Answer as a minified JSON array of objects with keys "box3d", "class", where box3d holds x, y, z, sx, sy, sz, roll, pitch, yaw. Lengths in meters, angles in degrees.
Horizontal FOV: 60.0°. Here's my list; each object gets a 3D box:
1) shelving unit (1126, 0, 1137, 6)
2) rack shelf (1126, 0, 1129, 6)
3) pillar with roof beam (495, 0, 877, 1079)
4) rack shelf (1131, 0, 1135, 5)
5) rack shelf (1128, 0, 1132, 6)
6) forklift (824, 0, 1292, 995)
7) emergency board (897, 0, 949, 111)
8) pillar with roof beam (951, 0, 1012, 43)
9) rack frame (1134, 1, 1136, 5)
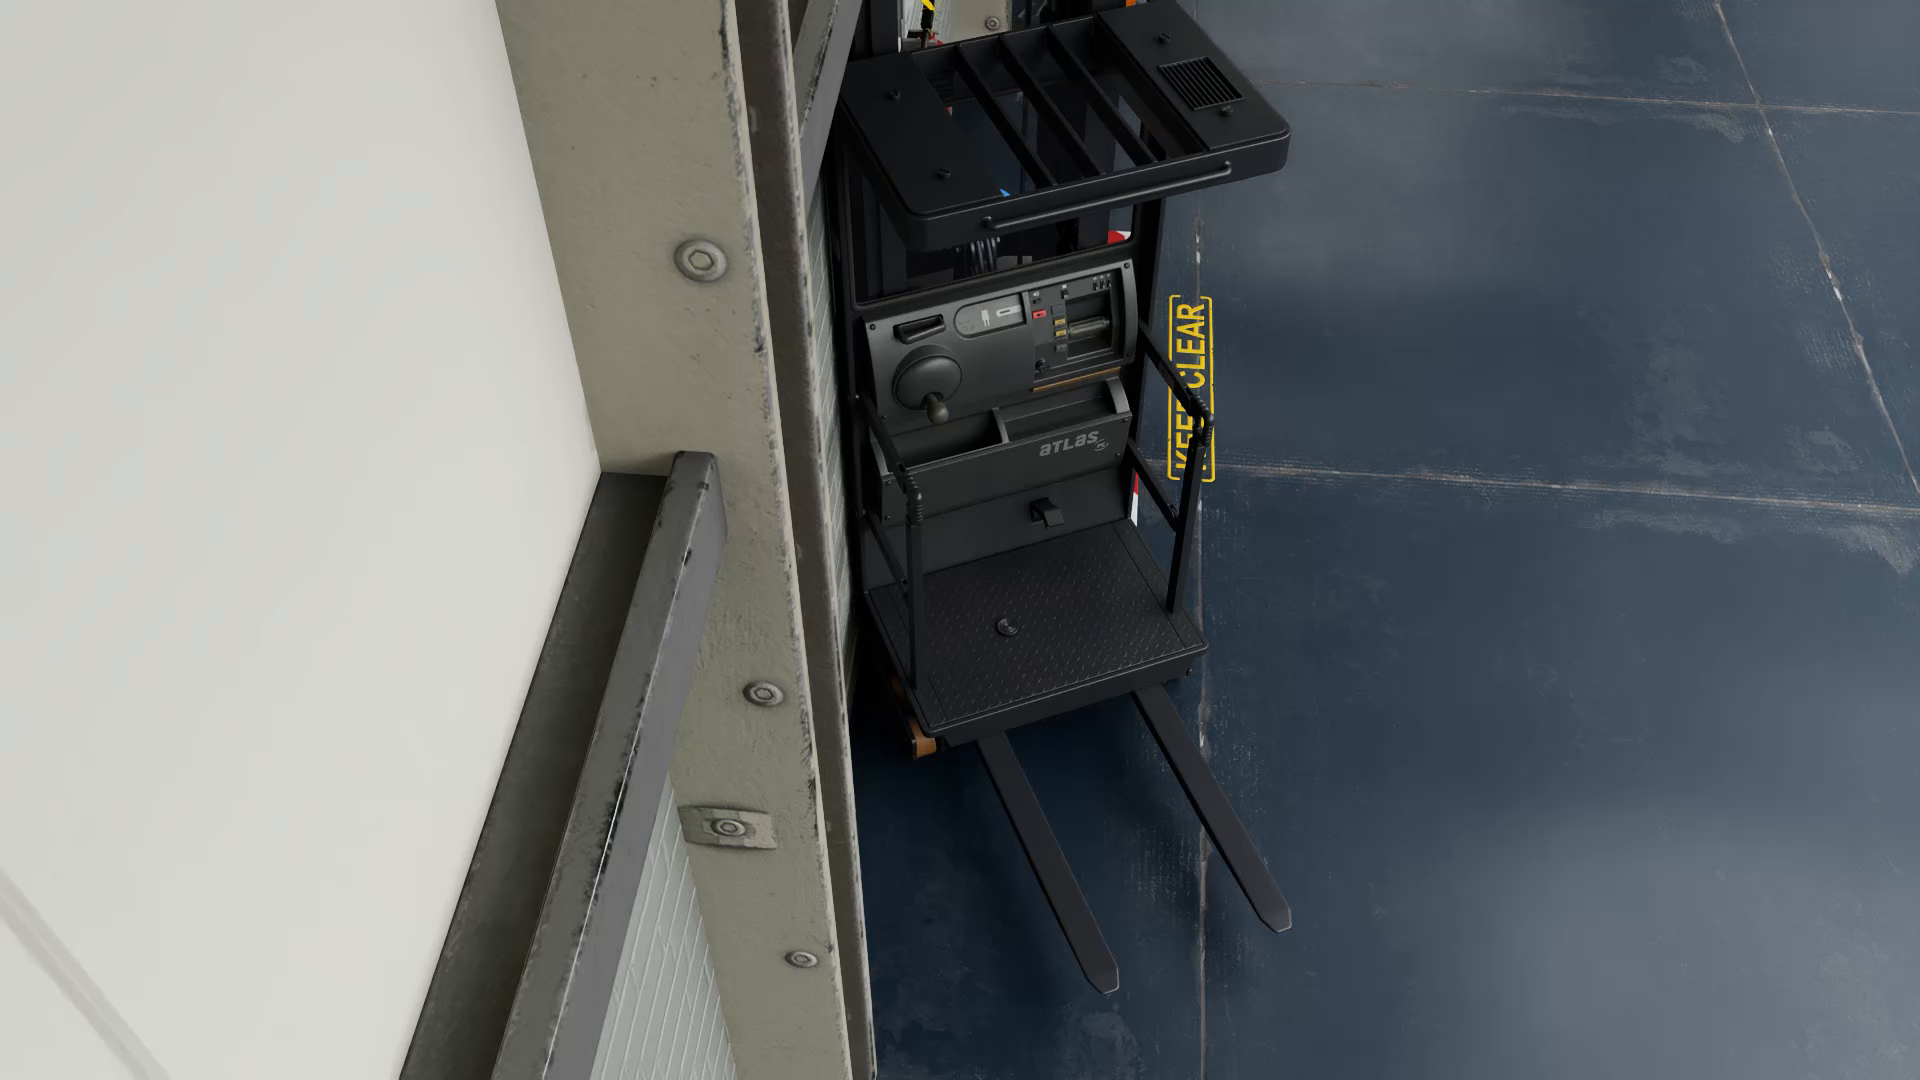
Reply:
[{"box3d":[0.836,-3.055,9.216,0.258,0.503,1.200,8,47,7],"class":"shelving unit"},{"box3d":[0.786,-2.865,9.036,0.258,0.480,0.148,8,47,7],"class":"rack shelf"},{"box3d":[3.854,-0.948,1.545,9.100,9.000,0.400,4,48,4],"class":"pillar with roof beam"},{"box3d":[0.865,-3.166,9.321,0.258,0.480,0.148,8,47,7],"class":"rack shelf"},{"box3d":[0.823,-3.007,9.170,0.258,0.480,0.148,8,47,7],"class":"rack shelf"},{"box3d":[0.222,-0.554,5.297,1.130,2.935,3.031,-16,49,-14],"class":"forklift"},{"box3d":[-0.150,-1.808,6.397,0.194,1.169,0.643,4,48,4],"class":"emergency board"},{"box3d":[4.401,-5.357,5.577,9.100,9.000,0.400,4,48,4],"class":"pillar with roof beam"},{"box3d":[0.835,-2.887,9.393,0.240,0.015,1.200,8,47,7],"class":"rack frame"}]
